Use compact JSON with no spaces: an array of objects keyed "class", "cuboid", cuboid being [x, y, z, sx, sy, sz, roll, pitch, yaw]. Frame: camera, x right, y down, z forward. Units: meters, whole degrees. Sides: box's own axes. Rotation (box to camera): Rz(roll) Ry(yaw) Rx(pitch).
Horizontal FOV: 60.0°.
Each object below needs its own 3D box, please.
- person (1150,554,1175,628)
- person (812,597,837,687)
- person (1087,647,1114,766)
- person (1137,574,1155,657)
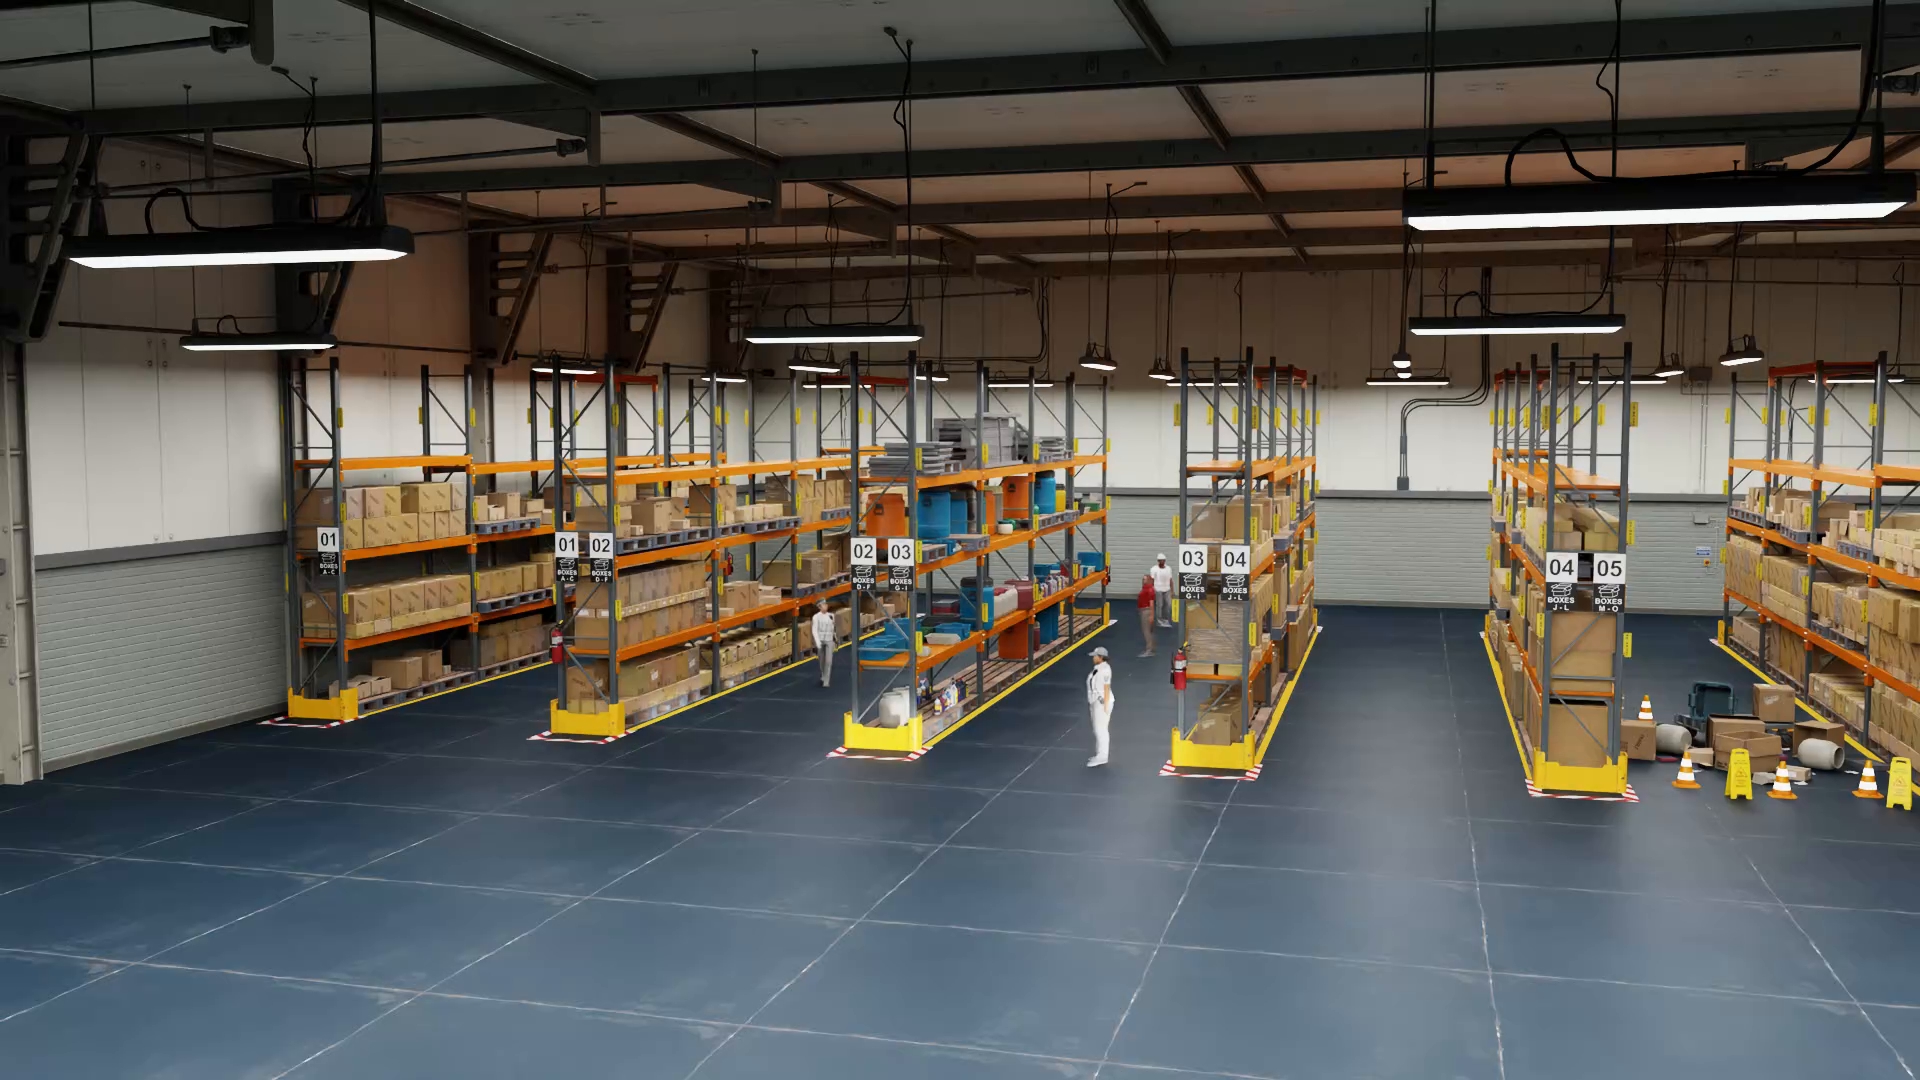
[{"class":"person","cuboid":[4.837,1.233,39.707,0.627,1.818,0.429,-2,5,-28]},{"class":"person","cuboid":[-2.534,1.888,30.975,0.443,1.641,0.979,1,4,7]},{"class":"person","cuboid":[2.020,2.399,24.163,0.436,1.671,0.598,-1,4,-9]},{"class":"person","cuboid":[3.899,1.577,34.880,0.388,1.733,0.615,0,4,-1]}]
